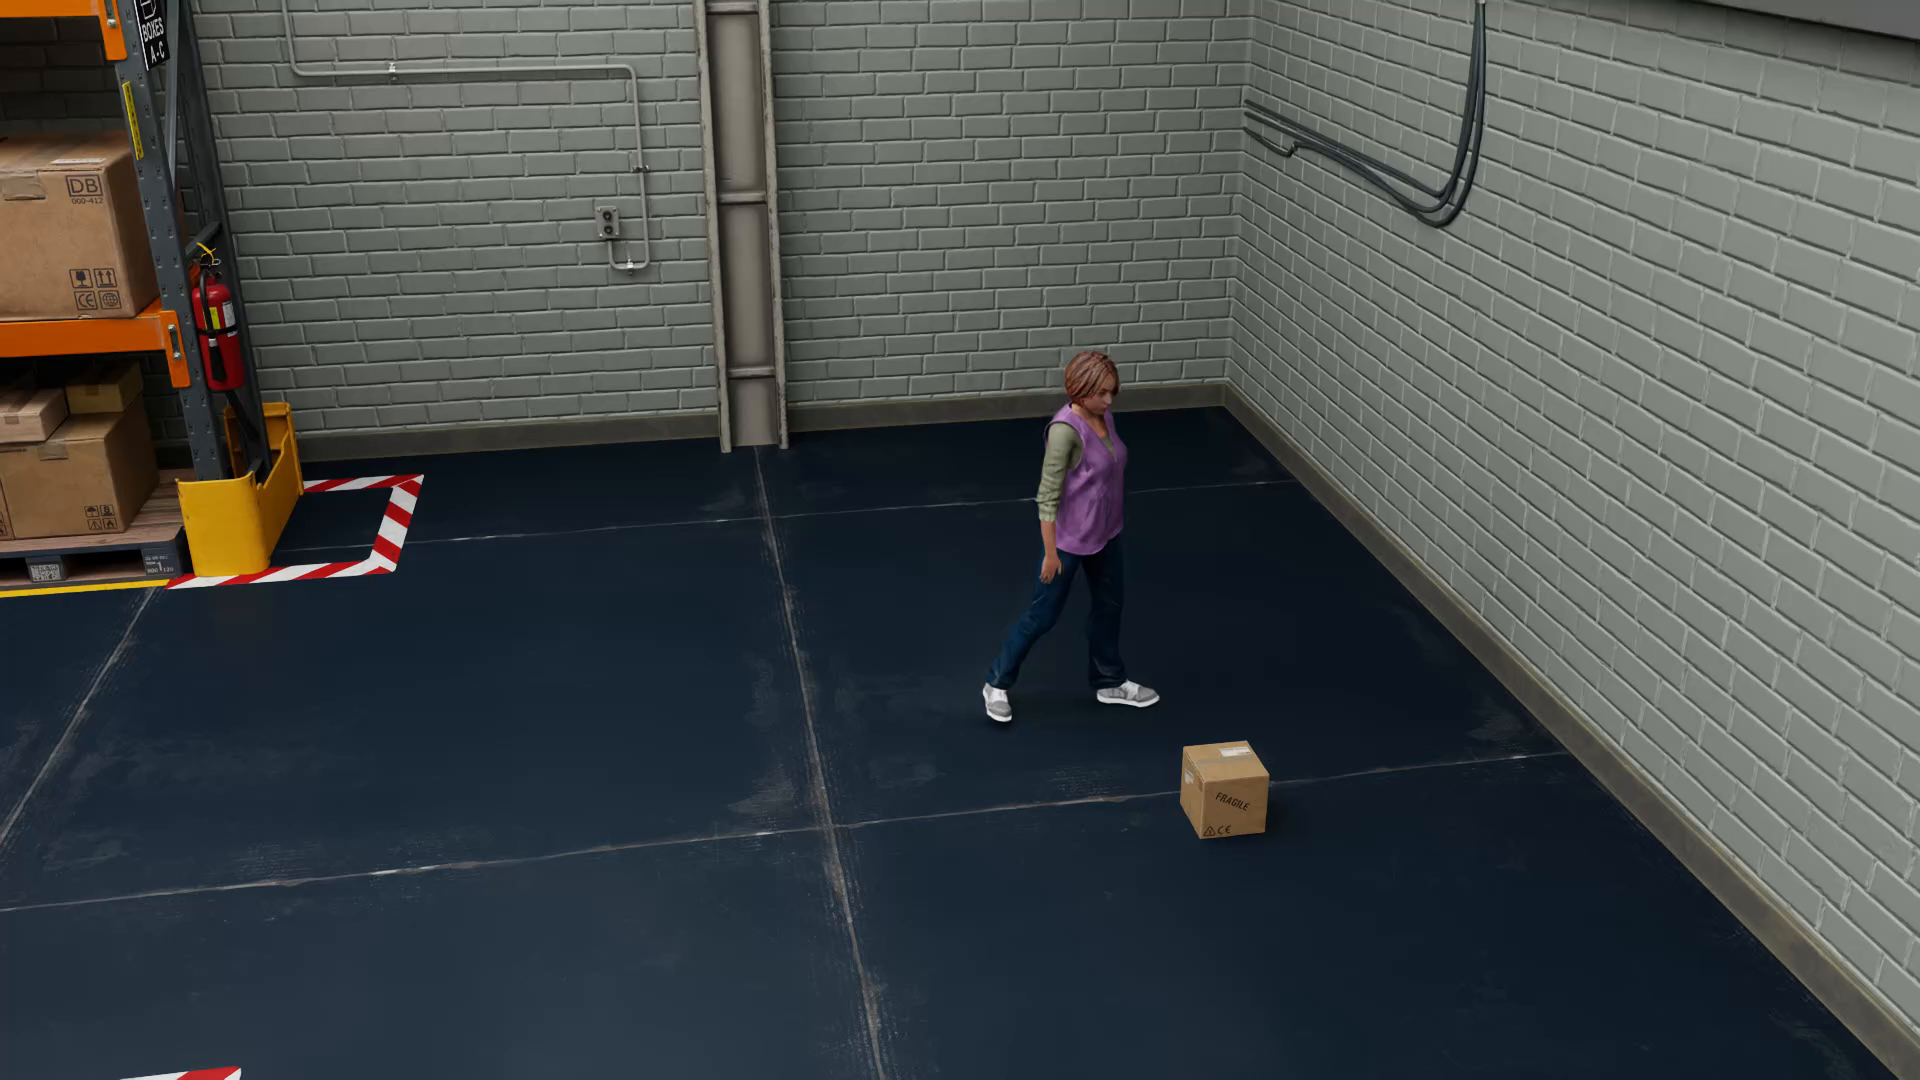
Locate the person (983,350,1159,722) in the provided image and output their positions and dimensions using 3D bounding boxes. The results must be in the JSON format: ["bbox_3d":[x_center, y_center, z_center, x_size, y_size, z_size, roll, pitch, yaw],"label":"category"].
[{"bbox_3d":[0.430,-0.007,6.626,0.620,1.567,0.582,16,28,33],"label":"person"}]
